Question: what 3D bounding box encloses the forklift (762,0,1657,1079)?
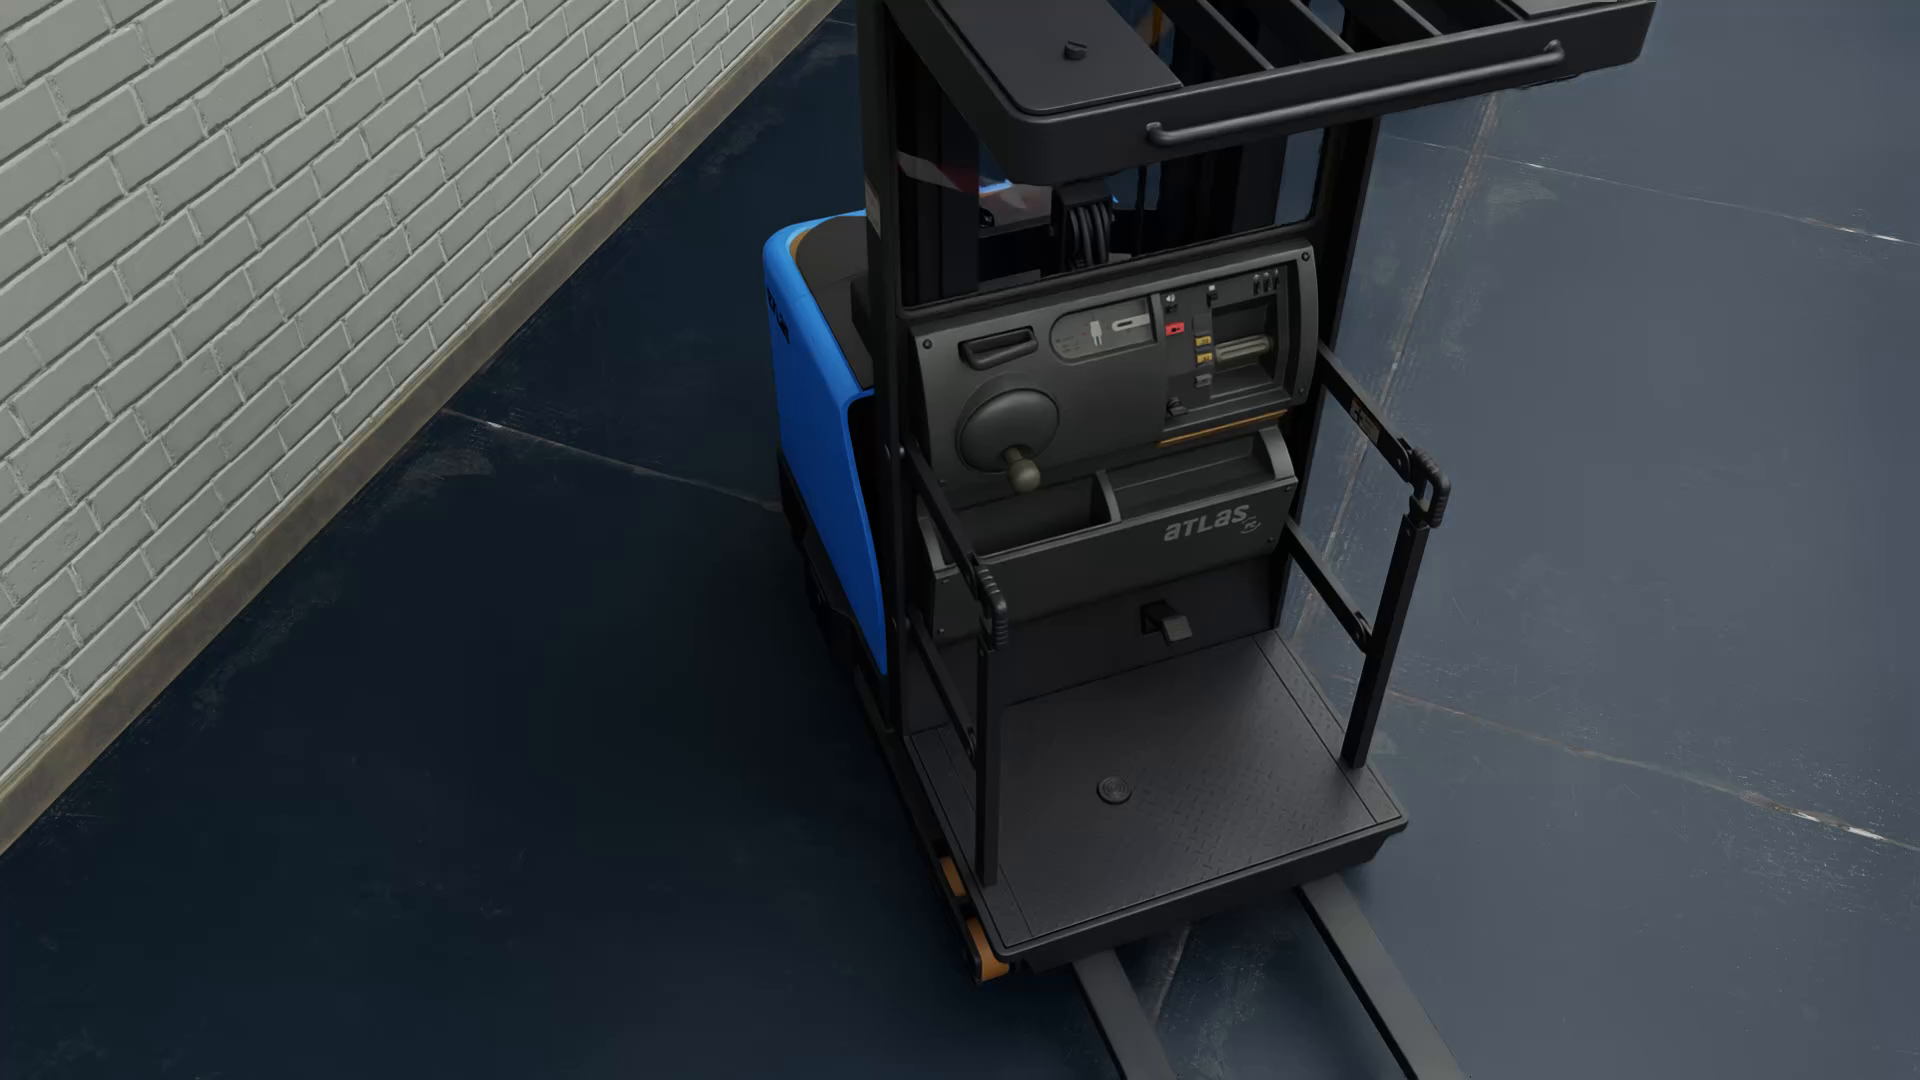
[{"bbox_3d":[0.430,-0.282,3.456,1.130,2.935,3.031,-15,47,-14],"label":"forklift"}]
